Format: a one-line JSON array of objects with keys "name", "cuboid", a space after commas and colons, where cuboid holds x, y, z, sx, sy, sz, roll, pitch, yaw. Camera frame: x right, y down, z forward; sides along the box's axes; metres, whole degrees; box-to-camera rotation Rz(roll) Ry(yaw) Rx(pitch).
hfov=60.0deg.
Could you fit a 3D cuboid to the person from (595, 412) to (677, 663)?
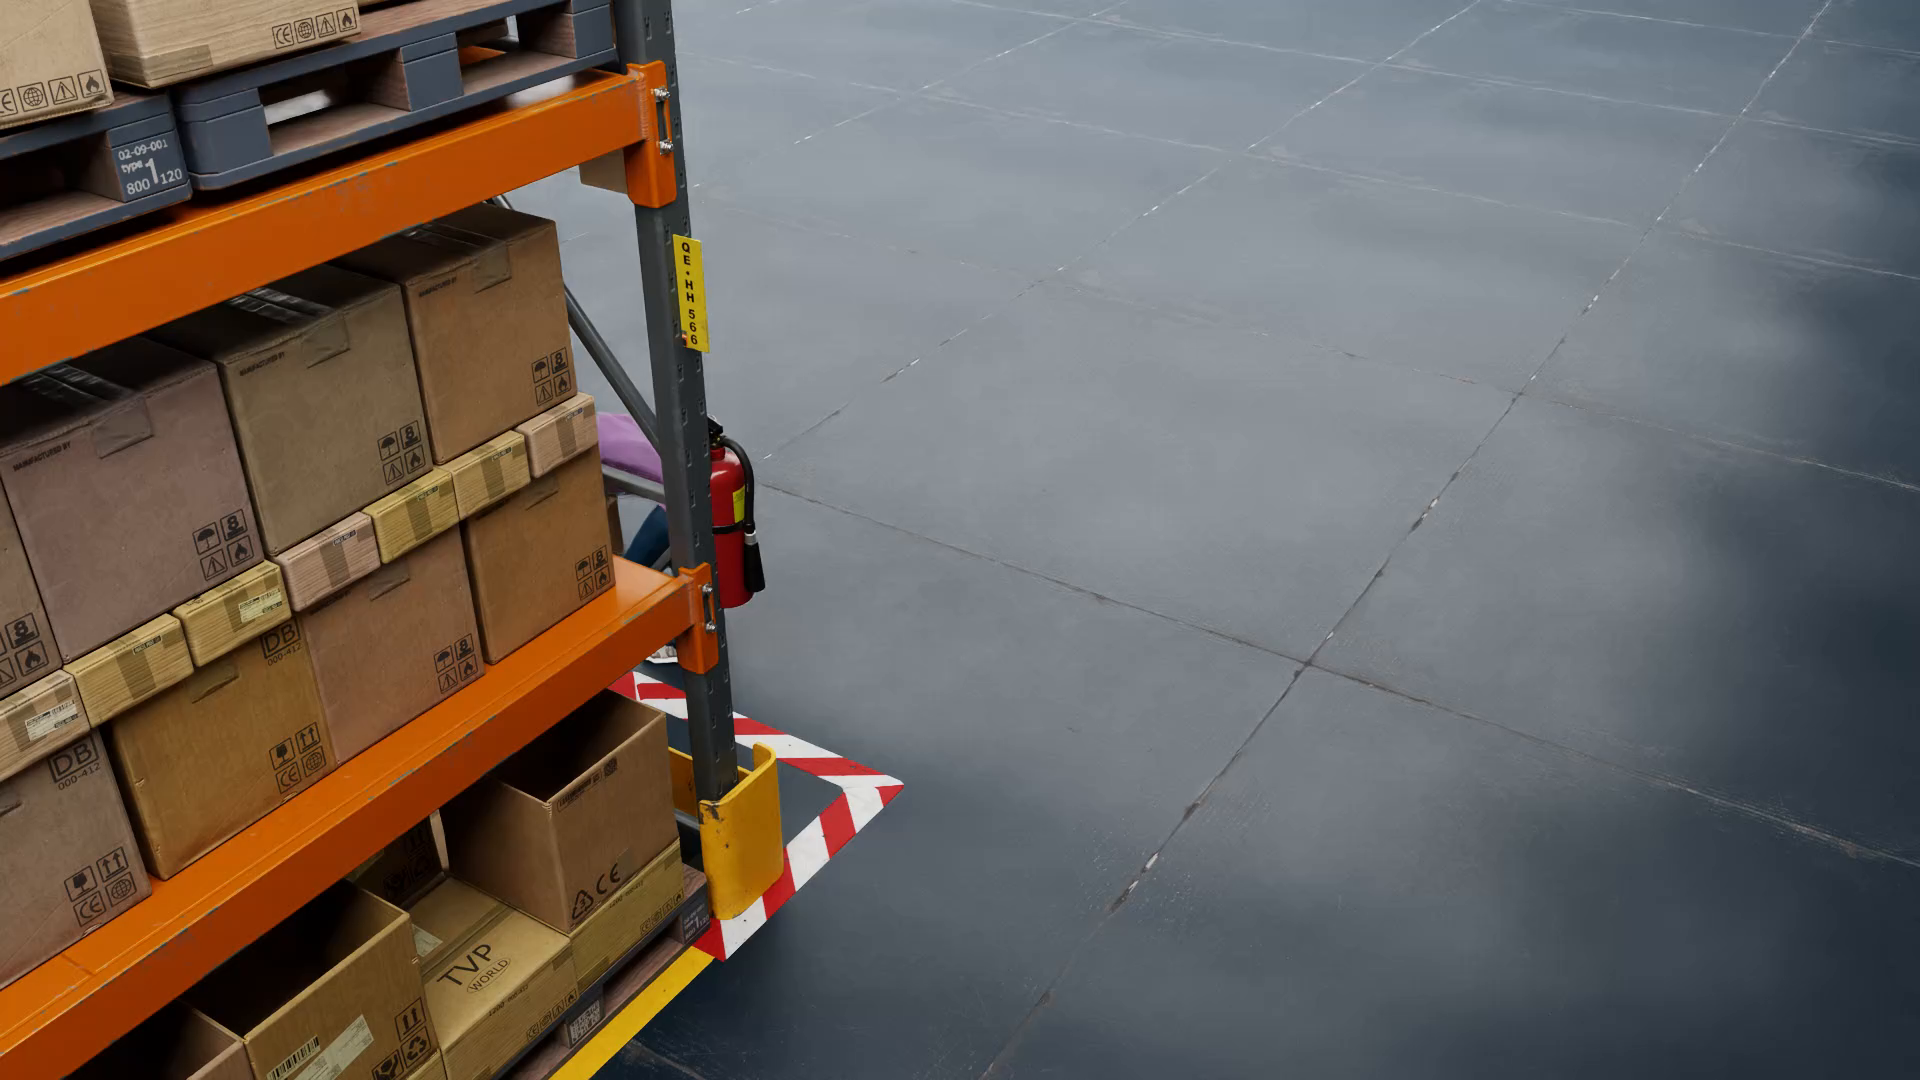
[{"name": "person", "cuboid": [-1.323, -0.045, 6.722, 0.850, 1.080, 0.408, 7, 32, 11]}]
